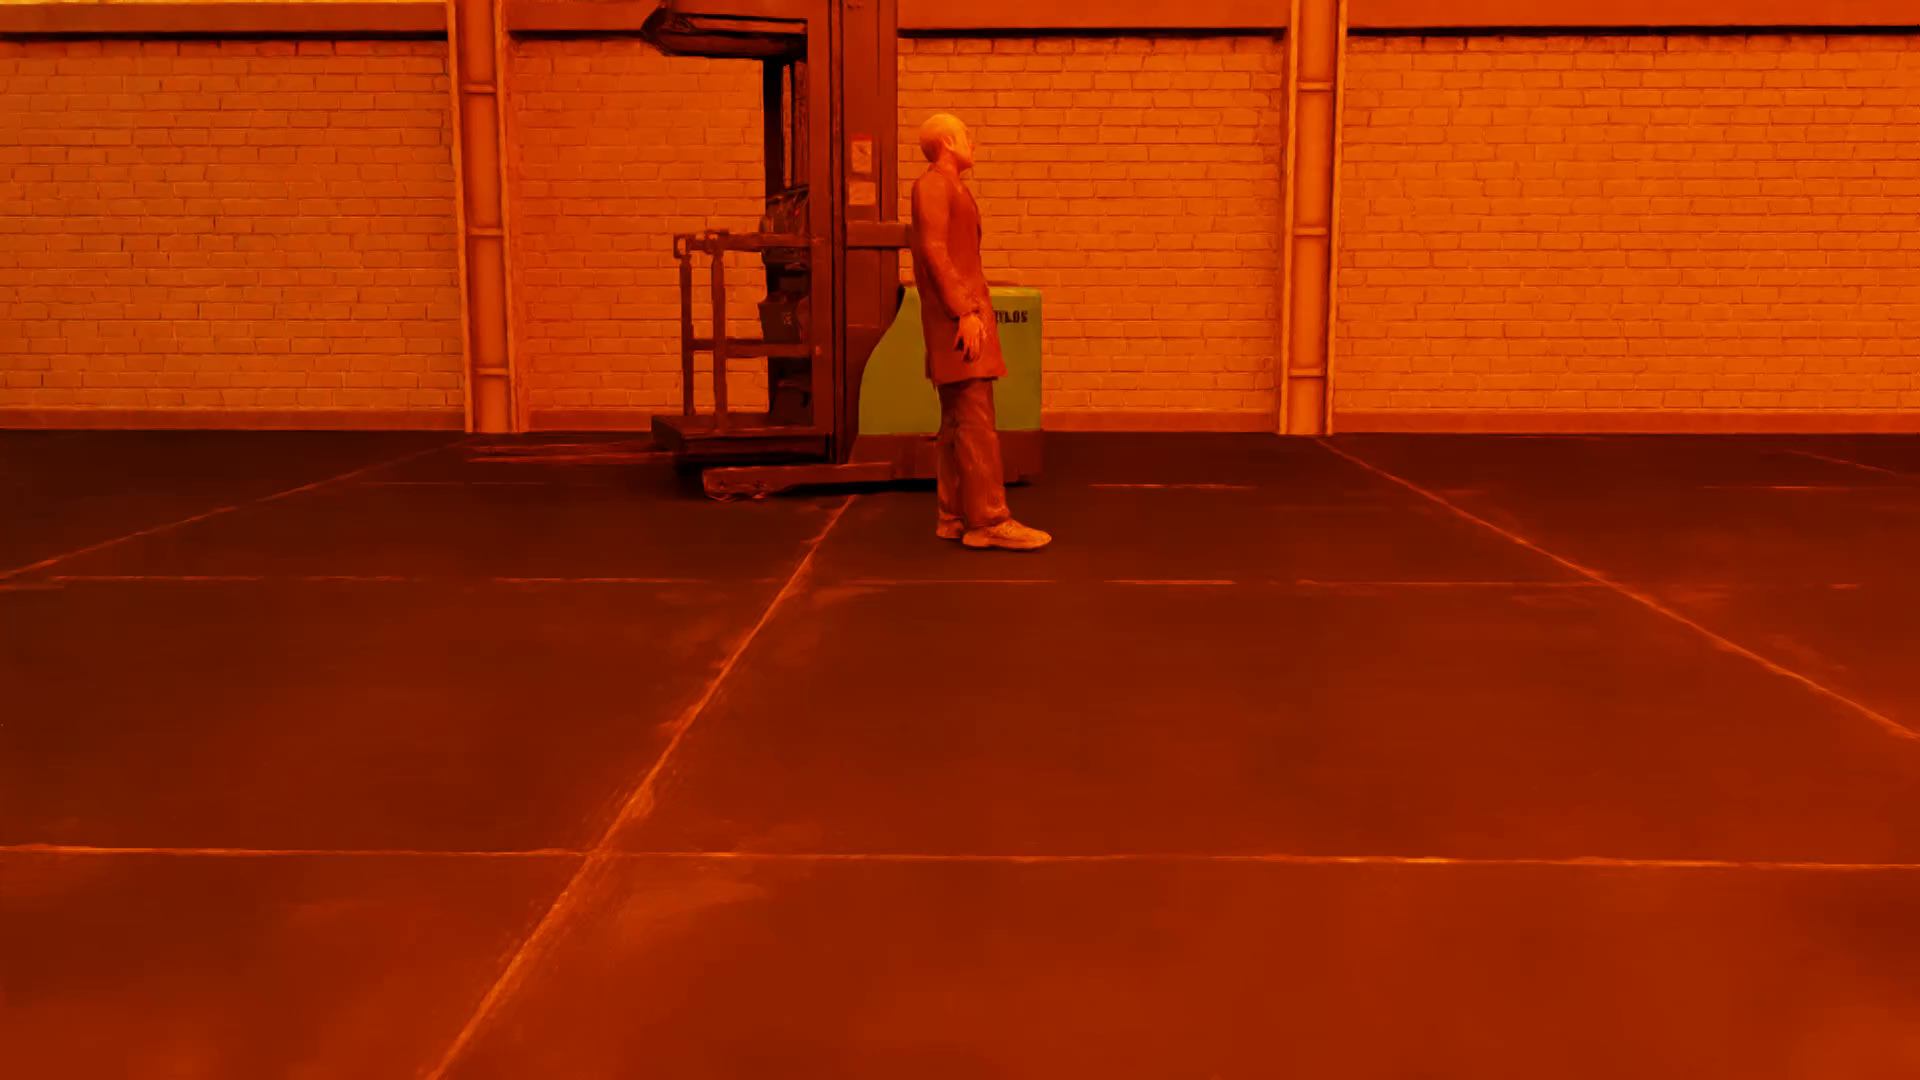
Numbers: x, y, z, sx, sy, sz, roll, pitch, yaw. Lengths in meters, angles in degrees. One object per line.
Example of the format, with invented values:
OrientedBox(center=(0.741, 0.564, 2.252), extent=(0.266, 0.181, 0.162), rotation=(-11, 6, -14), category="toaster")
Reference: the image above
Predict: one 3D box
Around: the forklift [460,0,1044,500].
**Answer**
OrientedBox(center=(-1.119, -1.742, 8.824), extent=(3.031, 2.935, 1.130), rotation=(-3, 9, -18), category="forklift")

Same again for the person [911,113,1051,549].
OrientedBox(center=(0.091, -0.885, 6.985), extent=(0.580, 1.776, 0.694), rotation=(0, 9, 1), category="person")
